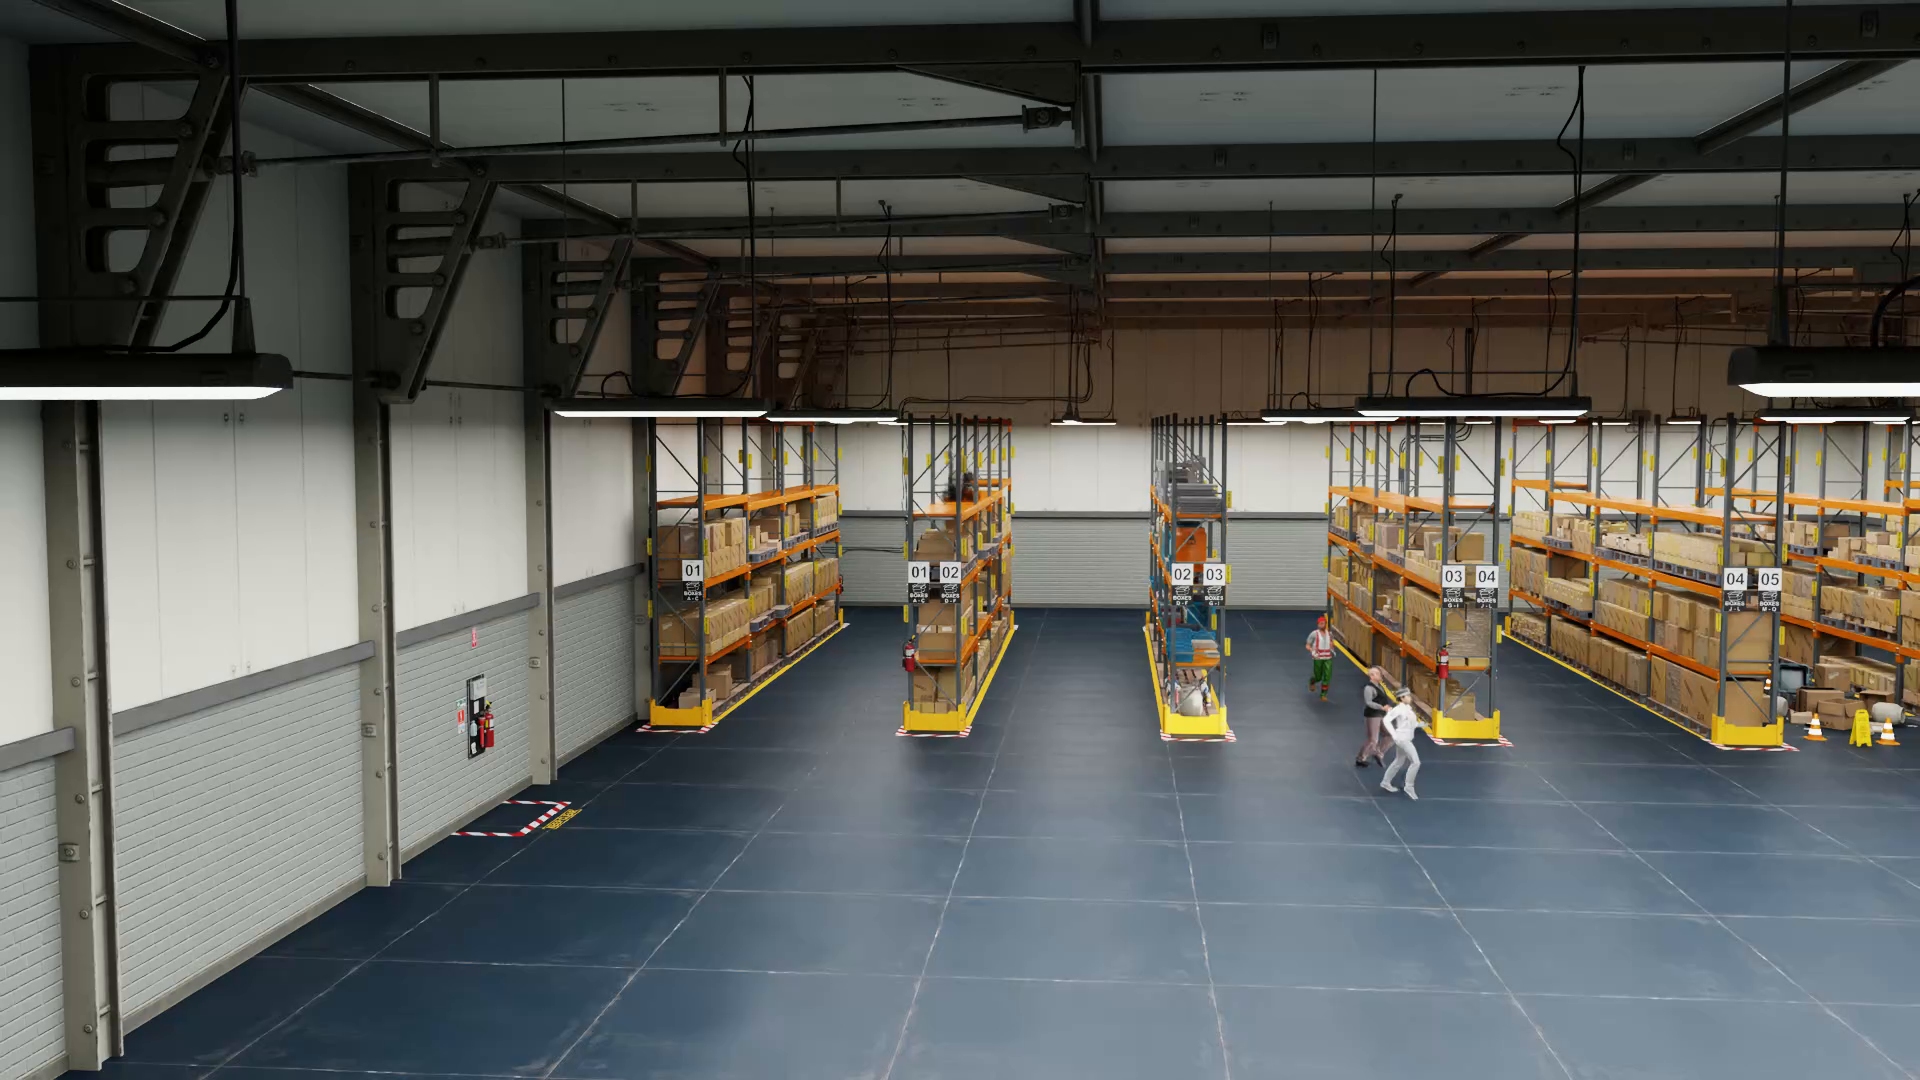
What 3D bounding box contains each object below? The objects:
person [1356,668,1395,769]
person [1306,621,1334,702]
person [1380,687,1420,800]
[{"bbox_3d":[7.022,2.996,27.980,0.670,1.715,0.545,3,5,38],"label":"person"},{"bbox_3d":[7.602,2.519,34.930,0.653,1.711,0.791,-1,4,-10],"label":"person"},{"bbox_3d":[6.845,3.143,25.817,0.655,1.752,0.393,2,4,27],"label":"person"}]
